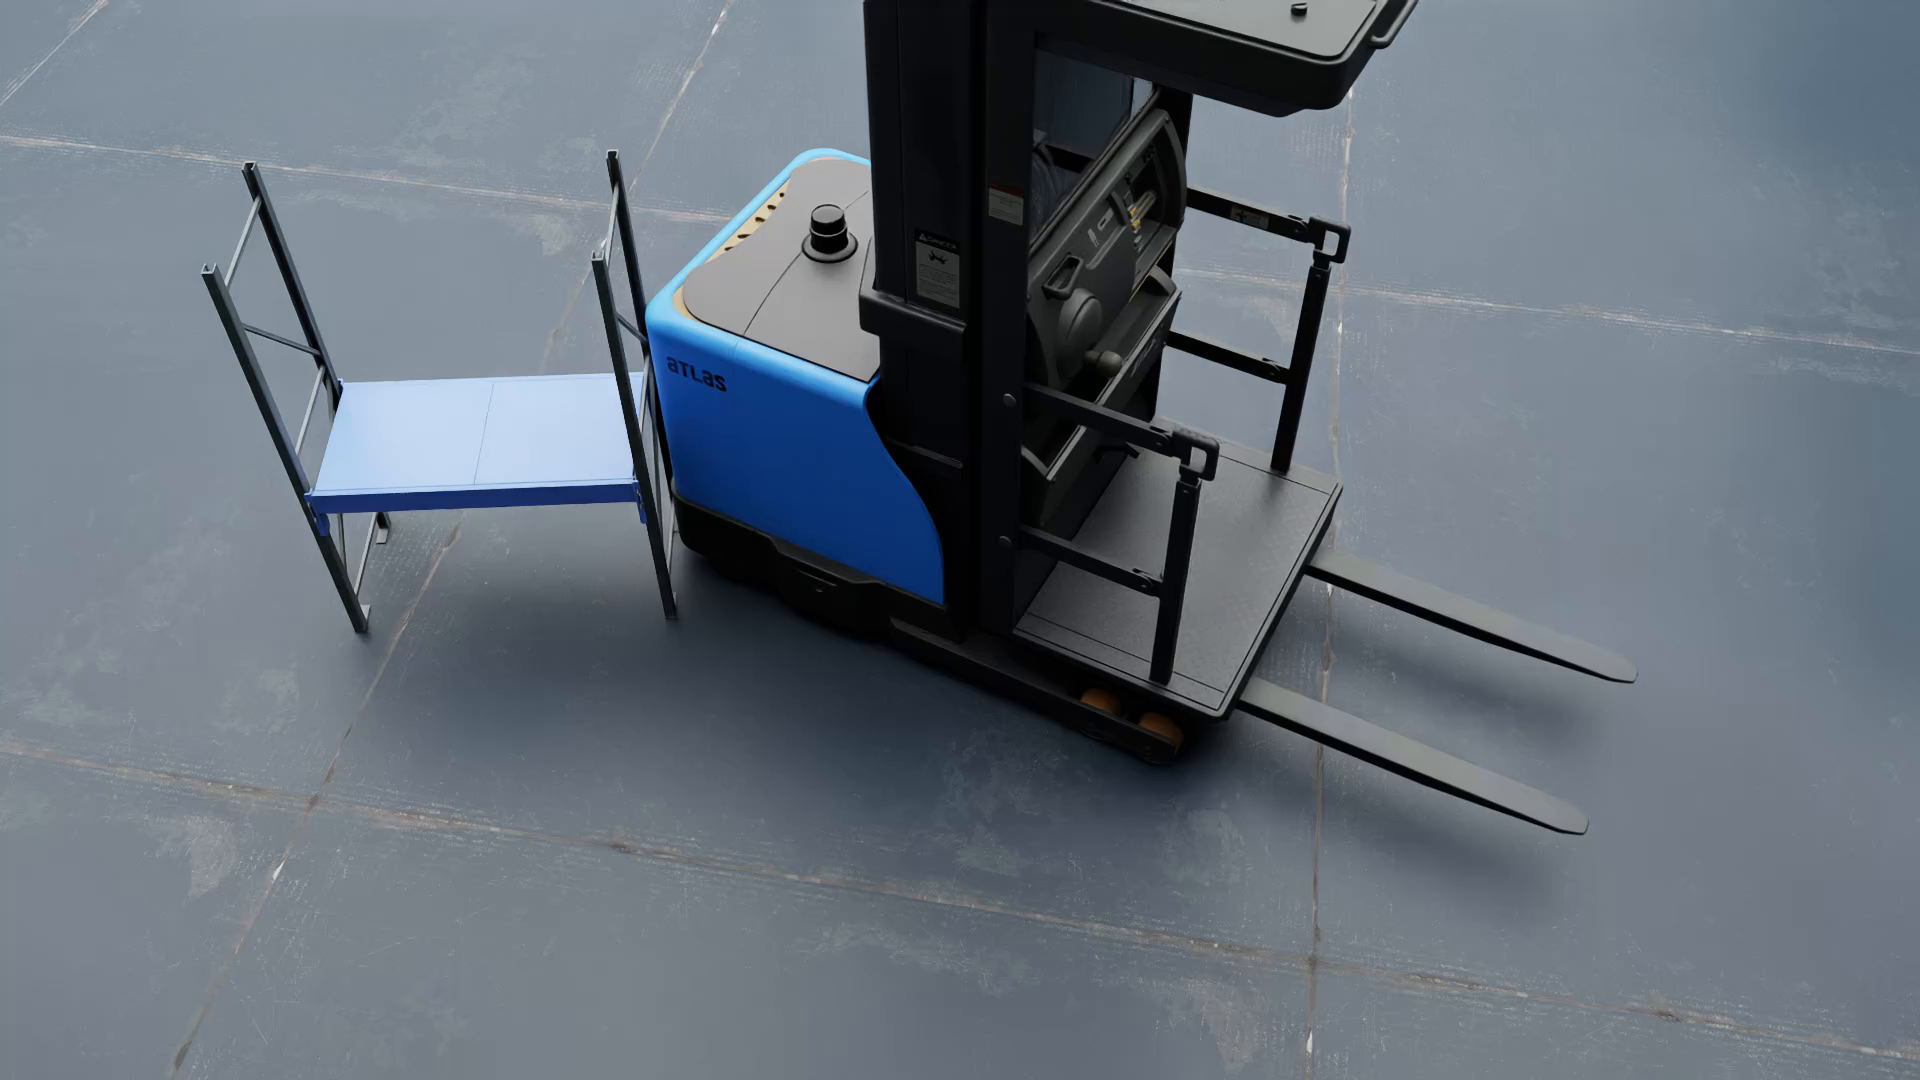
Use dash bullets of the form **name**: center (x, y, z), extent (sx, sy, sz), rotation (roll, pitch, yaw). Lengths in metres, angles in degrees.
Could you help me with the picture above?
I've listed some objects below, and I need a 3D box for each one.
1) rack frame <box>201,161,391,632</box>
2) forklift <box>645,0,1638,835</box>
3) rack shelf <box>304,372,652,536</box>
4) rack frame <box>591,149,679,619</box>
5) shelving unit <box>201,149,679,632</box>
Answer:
- **rack frame**: center (-1.990, -0.383, 5.086), extent (0.032, 1.500, 0.500), rotation (-2, 48, -2)
- **forklift**: center (0.588, -0.746, 4.450), extent (3.031, 2.935, 1.130), rotation (22, 52, 18)
- **rack shelf**: center (-1.482, -0.284, 5.238), extent (1.000, 0.185, 0.538), rotation (-2, 48, -2)
- **rack frame**: center (-0.975, -0.424, 5.123), extent (0.032, 1.500, 0.500), rotation (-2, 48, -2)
- **shelving unit**: center (-1.482, -0.404, 5.105), extent (1.048, 1.500, 0.538), rotation (-2, 48, -2)
